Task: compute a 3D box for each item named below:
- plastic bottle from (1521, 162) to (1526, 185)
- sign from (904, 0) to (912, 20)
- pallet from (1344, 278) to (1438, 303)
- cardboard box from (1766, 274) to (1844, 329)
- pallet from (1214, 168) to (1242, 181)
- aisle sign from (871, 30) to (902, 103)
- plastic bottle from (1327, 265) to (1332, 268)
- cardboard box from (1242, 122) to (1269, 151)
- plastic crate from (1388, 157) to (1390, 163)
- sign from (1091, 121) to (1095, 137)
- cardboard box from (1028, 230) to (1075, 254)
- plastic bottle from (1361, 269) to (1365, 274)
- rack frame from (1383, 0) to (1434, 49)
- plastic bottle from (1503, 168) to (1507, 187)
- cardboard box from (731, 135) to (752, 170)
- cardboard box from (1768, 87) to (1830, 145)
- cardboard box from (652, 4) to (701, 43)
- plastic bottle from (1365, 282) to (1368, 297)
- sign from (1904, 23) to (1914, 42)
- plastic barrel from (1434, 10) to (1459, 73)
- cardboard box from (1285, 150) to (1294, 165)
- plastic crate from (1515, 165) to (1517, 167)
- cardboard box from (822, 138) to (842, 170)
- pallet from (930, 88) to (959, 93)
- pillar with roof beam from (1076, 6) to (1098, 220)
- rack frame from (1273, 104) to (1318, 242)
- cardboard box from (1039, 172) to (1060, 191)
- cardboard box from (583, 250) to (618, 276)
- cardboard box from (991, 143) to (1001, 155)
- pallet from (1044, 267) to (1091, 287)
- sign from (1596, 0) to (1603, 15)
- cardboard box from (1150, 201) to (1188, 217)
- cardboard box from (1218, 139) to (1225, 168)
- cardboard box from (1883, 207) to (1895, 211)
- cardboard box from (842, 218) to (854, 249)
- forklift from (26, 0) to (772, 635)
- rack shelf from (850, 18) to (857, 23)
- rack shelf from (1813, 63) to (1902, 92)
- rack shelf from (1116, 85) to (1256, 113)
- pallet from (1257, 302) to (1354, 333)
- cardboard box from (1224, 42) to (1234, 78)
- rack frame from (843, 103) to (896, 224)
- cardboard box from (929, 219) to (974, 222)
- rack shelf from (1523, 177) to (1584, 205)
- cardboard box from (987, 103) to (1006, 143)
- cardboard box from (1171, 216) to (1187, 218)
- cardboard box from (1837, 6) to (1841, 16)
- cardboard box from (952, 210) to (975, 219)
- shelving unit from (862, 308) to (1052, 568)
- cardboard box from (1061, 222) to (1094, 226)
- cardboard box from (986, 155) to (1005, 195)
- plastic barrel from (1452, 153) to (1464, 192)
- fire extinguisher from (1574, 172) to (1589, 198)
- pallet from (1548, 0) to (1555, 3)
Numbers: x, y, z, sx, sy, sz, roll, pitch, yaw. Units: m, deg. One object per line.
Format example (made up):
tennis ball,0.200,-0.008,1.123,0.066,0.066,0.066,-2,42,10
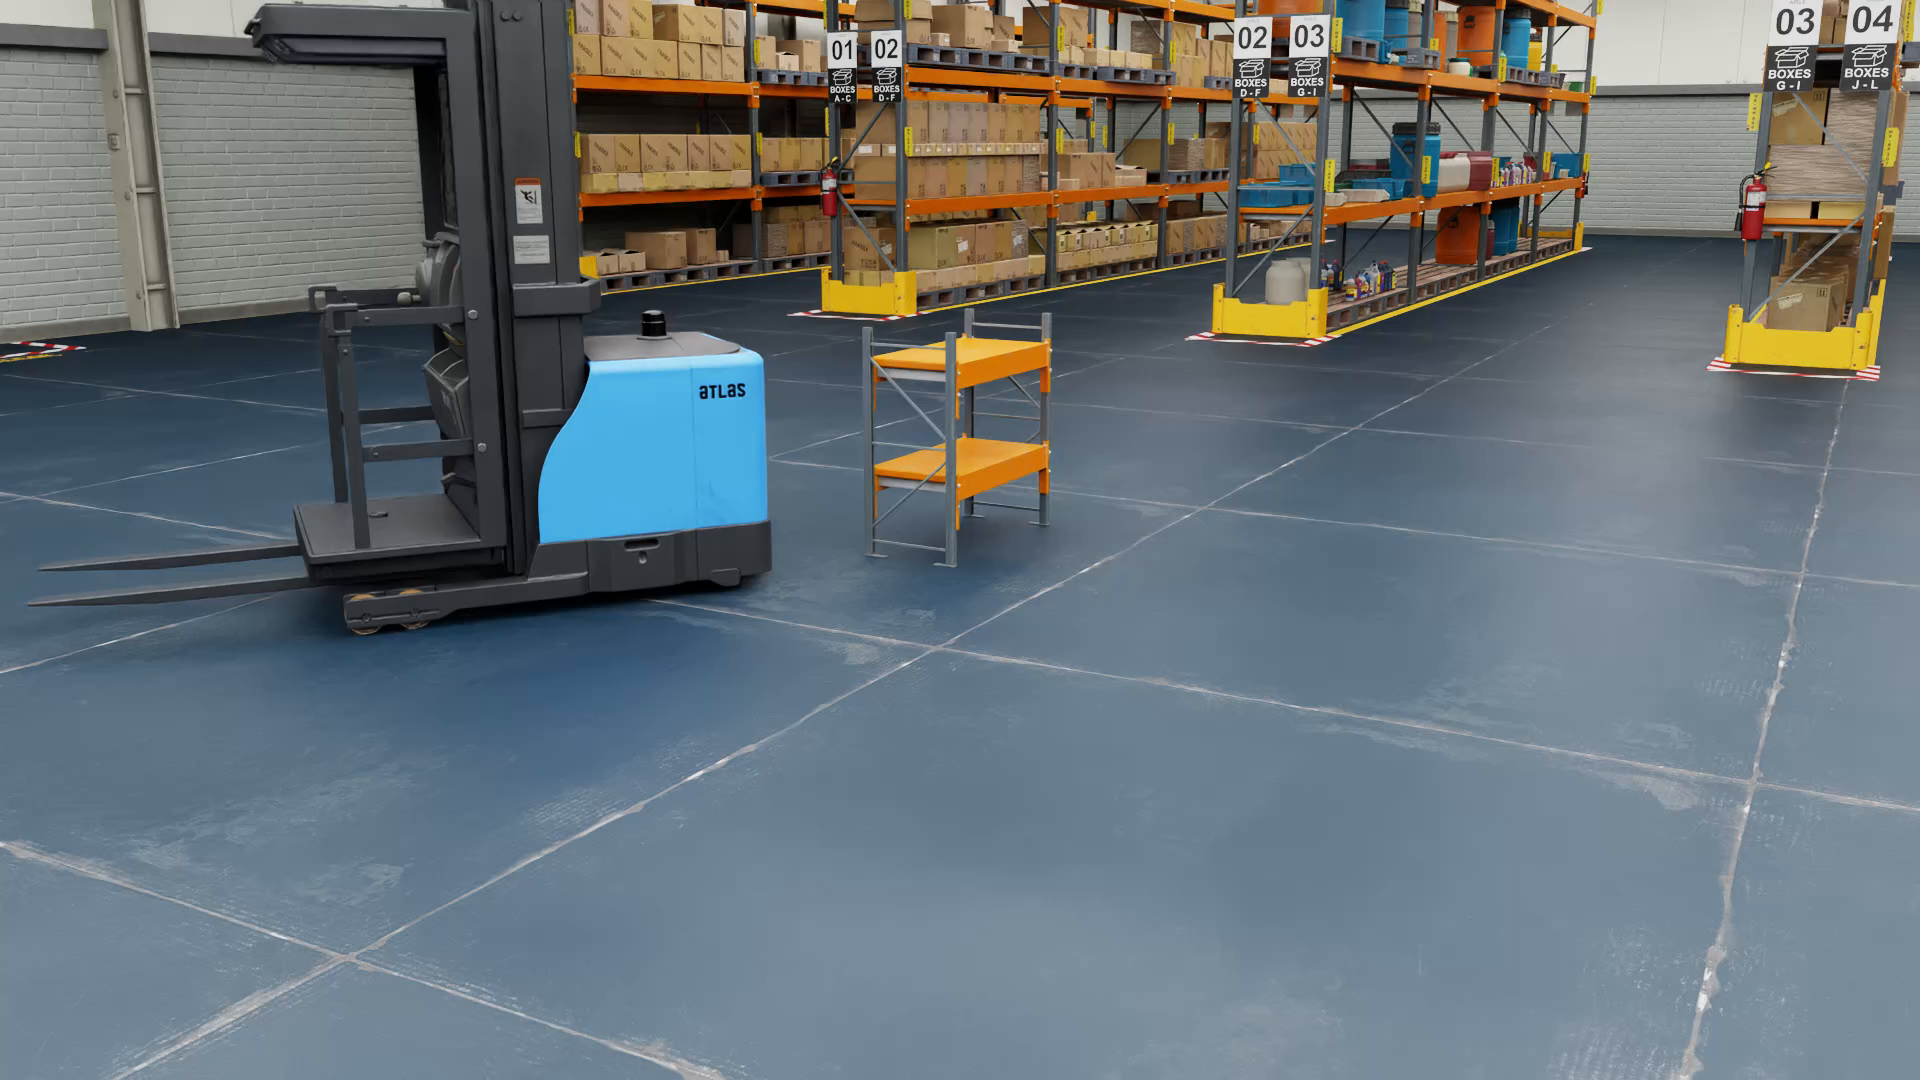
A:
plastic bottle,8.905,-5.828,26.411,0.144,0.351,0.185,7,15,28
sign,-0.590,-6.035,18.731,0.100,0.325,0.005,7,15,28
pallet,5.541,-3.246,21.547,1.003,0.211,1.213,7,15,28
cardboard box,8.173,-2.296,16.094,0.500,0.500,0.500,13,19,43
pallet,4.247,-6.394,29.066,1.003,0.211,1.213,7,15,28
aisle sign,-0.836,-5.393,18.956,0.394,0.787,0.004,7,15,28
plastic bottle,4.525,-3.241,20.448,0.152,0.276,0.135,8,16,30
cardboard box,5.203,-7.239,29.812,0.500,0.500,0.500,8,16,29
plastic crate,6.080,-4.991,22.698,0.402,0.464,0.583,7,15,28
sign,2.792,-8.634,34.971,0.100,0.325,0.005,7,15,28
cardboard box,1.279,-4.195,23.306,0.500,0.311,0.500,7,15,28
plastic bottle,4.785,-3.065,19.705,0.061,0.283,0.133,7,15,28
rack frame,5.195,-7.352,19.830,1.000,3.000,0.127,7,15,28
plastic bottle,8.220,-5.484,25.129,0.061,0.283,0.133,7,15,28
cardboard box,-3.435,-5.728,24.569,0.500,0.500,0.500,7,15,28
cardboard box,7.647,-3.874,15.222,0.500,0.500,0.500,7,15,28
cardboard box,-3.981,-7.205,23.232,0.500,0.500,0.500,7,15,26
plastic bottle,4.673,-2.917,19.263,0.097,0.201,0.097,0,14,0
sign,11.939,-6.343,20.941,0.100,0.325,0.005,7,15,28
plastic barrel,6.542,-6.815,22.930,0.600,0.901,0.600,0,14,0
cardboard box,5.946,-7.074,31.262,0.500,0.500,0.500,7,15,27
plastic crate,9.807,-6.501,29.327,0.416,0.233,0.300,7,15,28
cardboard box,-2.345,-6.286,27.054,0.700,0.500,0.500,7,15,28
pallet,-0.741,-8.113,29.790,1.003,0.211,1.213,8,16,31
pillar with roof beam,6.641,-11.101,35.379,9.100,9.000,0.400,7,15,28
rack frame,6.662,-7.460,33.076,1.000,3.000,0.127,7,15,28
cardboard box,1.061,-5.031,23.321,0.500,0.250,0.500,9,16,32
cardboard box,-4.998,-3.776,22.595,0.500,0.311,0.500,6,15,22
cardboard box,0.302,-5.021,21.365,0.380,0.149,0.250,8,16,30
pallet,1.183,-3.798,23.836,1.003,0.211,1.213,7,15,28
sign,11.486,-9.598,29.835,0.100,0.325,0.005,7,15,28
cardboard box,3.556,-5.623,28.251,0.500,0.250,0.500,7,15,27
cardboard box,4.304,-6.820,29.313,0.700,0.500,0.500,2,14,9
cardboard box,12.254,-4.188,23.142,1.225,0.875,0.875,7,15,28
cardboard box,-2.197,-5.132,27.814,0.700,0.500,0.500,7,15,28
forklift,-2.427,-1.172,7.143,3.031,2.935,1.130,-6,15,-24
rack shelf,-0.577,-9.162,29.723,1.077,0.370,4.000,7,15,28
rack shelf,10.498,-5.394,19.640,1.077,0.370,4.000,7,15,28
rack shelf,3.762,-7.337,27.703,1.077,0.370,4.000,7,15,28
pallet,3.655,-2.447,18.232,1.003,0.211,1.213,7,15,28
cardboard box,4.420,-8.304,28.854,0.600,0.600,0.600,6,15,23
rack frame,-1.543,-6.379,28.593,1.000,3.000,0.127,7,15,28
cardboard box,-0.120,-3.965,21.951,0.500,0.500,0.500,7,15,28
rack shelf,10.030,-6.138,29.128,1.077,0.370,4.000,7,15,28
cardboard box,0.166,-5.379,21.463,0.700,0.500,0.500,7,15,28
cardboard box,3.540,-5.250,28.306,0.500,0.500,0.500,7,15,26
cardboard box,8.053,-4.925,15.631,0.380,0.149,0.250,8,15,29
cardboard box,-0.237,-6.028,30.828,0.750,0.750,0.750,8,16,30
shelving unit,0.003,-0.548,8.407,0.538,1.125,1.048,7,15,28
cardboard box,1.789,-4.671,25.284,0.500,0.311,0.500,7,15,27
cardboard box,0.157,-4.743,21.595,0.700,0.500,0.500,8,16,29
plastic barrel,6.615,-4.989,22.590,0.421,0.512,0.421,0,14,0
fire extinguisher,11.467,-6.658,30.713,0.296,0.674,0.183,7,15,28
pallet,8.690,-8.534,25.989,1.003,0.211,1.213,7,15,28
